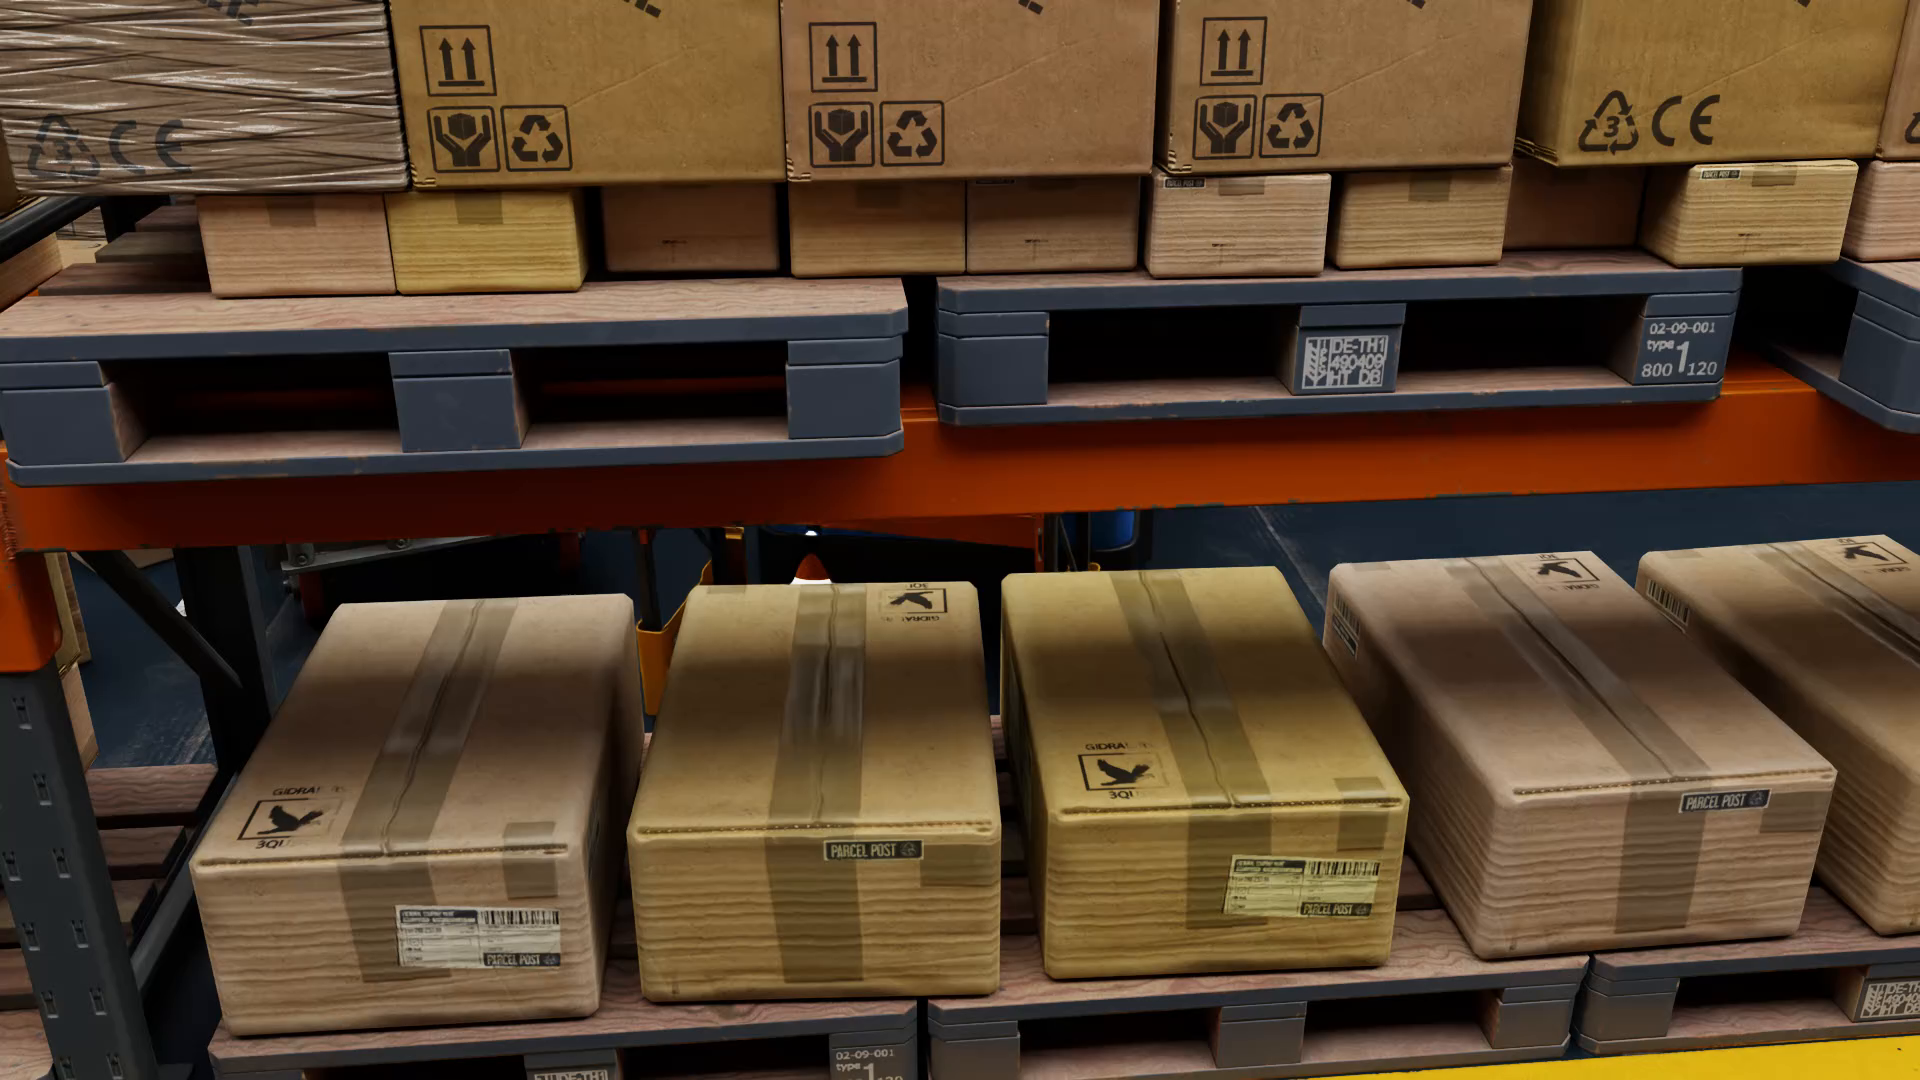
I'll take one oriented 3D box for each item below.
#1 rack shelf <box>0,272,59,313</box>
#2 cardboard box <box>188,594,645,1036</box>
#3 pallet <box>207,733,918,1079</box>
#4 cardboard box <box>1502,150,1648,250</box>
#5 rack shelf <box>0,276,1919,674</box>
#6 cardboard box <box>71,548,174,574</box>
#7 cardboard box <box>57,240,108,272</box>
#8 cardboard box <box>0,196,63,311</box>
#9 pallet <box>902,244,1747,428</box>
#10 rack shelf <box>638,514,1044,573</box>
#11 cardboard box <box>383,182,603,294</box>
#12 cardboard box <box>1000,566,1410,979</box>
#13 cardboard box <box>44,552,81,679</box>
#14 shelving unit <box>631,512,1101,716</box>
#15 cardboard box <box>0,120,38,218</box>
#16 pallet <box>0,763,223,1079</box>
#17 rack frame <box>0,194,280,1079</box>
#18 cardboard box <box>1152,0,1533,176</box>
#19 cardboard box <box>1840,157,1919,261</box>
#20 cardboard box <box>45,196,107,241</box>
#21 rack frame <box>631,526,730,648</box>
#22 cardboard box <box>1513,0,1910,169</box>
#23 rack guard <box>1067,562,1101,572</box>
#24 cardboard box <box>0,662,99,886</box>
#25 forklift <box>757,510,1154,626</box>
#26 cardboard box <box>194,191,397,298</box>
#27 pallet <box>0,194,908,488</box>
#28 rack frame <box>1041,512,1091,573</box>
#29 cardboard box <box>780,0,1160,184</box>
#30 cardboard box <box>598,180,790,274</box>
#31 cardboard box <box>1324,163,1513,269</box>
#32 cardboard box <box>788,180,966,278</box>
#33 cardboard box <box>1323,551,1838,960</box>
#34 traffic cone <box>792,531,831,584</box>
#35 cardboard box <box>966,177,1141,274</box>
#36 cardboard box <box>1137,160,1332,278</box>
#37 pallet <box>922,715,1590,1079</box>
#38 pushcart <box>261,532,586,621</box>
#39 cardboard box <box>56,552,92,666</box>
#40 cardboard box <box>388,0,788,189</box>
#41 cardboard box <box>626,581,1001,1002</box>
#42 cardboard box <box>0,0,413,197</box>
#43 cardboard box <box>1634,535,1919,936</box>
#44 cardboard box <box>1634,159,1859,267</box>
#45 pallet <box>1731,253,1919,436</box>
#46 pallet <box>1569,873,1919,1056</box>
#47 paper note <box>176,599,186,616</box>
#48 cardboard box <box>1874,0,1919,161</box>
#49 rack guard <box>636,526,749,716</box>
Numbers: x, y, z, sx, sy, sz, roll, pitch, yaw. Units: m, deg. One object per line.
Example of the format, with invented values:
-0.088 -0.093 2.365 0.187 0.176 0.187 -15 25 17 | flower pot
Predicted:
-3.486 -0.099 2.664 4.000 0.370 1.077 -2 24 -5 | rack shelf
-0.974 0.480 3.196 0.625 0.372 0.950 -2 24 -4 | cardboard box
-0.721 0.735 3.335 1.213 0.211 1.003 -2 24 -5 | pallet
0.889 -0.585 2.665 0.250 0.149 0.380 -2 24 -5 | cardboard box
0.494 -0.258 3.023 4.000 0.370 1.077 -2 24 -5 | rack shelf
-2.518 -0.093 5.132 0.258 0.266 0.396 22 32 40 | cardboard box
-3.527 -0.886 6.625 0.500 0.500 0.500 2 24 4 | cardboard box
-1.841 -0.509 3.012 0.250 0.149 0.380 -2 24 -5 | cardboard box
0.519 -0.484 2.881 1.213 0.211 1.003 -2 24 -5 | pallet
-0.233 -0.140 4.114 1.000 0.185 0.538 6 29 13 | rack shelf
-0.665 -0.485 2.440 0.250 0.149 0.380 -2 24 -4 | cardboard box
0.433 0.421 3.327 0.625 0.372 0.950 -2 24 -3 | cardboard box
-2.110 0.129 3.211 0.500 0.500 0.500 -1 24 -3 | cardboard box
-0.228 -0.299 4.028 1.083 1.500 0.587 6 29 13 | shelving unit
-1.961 -0.784 2.831 0.500 0.500 0.500 -2 24 -5 | cardboard box
-2.161 0.808 3.172 1.213 0.211 1.003 -2 24 -5 | pallet
-1.496 -0.507 2.698 0.127 3.000 1.000 -2 24 -5 | rack frame
0.501 -0.843 2.446 0.500 0.500 0.500 -3 24 -7 | cardboard box
1.424 -0.561 2.611 0.250 0.149 0.380 -3 24 -8 | cardboard box
-3.612 -1.690 7.459 0.875 0.875 0.875 -2 24 -5 | cardboard box
-0.730 -0.349 4.142 0.032 1.500 0.500 6 29 13 | rack frame
1.044 -0.864 2.495 0.500 0.500 0.500 -4 24 -9 | cardboard box
0.266 0.302 4.210 0.087 0.250 0.587 6 29 13 | rack guard
-2.110 0.472 3.363 0.500 0.250 0.500 -3 24 -8 | cardboard box
0.140 -1.656 5.368 1.130 2.935 3.031 3 24 7 | forklift
-0.915 -0.479 2.426 0.250 0.149 0.380 -2 24 -4 | cardboard box
-0.721 -0.391 2.673 1.213 0.211 1.003 -2 24 -5 | pallet
0.257 -0.250 3.918 0.032 1.500 0.500 6 29 13 | rack frame
-0.009 -0.818 2.391 0.500 0.500 0.500 -2 24 -5 | cardboard box
-0.391 -0.527 2.535 0.250 0.149 0.380 -1 24 -2 | cardboard box
0.647 -0.542 2.568 0.250 0.149 0.380 -3 24 -7 | cardboard box
-0.131 -0.521 2.520 0.250 0.149 0.380 -2 24 -4 | cardboard box
1.188 0.393 3.390 0.625 0.372 0.950 -3 24 -6 | cardboard box
-0.400 0.037 4.598 0.334 0.463 0.336 -2 24 -5 | traffic cone
0.115 -0.530 2.541 0.250 0.149 0.380 -2 24 -5 | cardboard box
0.385 -0.519 2.518 0.250 0.149 0.380 -1 24 -3 | cardboard box
0.496 0.685 3.448 1.213 0.211 1.003 -2 24 -5 | pallet
-1.770 -0.228 5.299 0.936 0.377 1.648 -11 26 -23 | pushcart
-2.696 0.127 4.346 0.500 0.500 0.500 16 28 31 | cardboard box
-0.503 -0.804 2.359 0.500 0.500 0.500 -2 24 -5 | cardboard box
-0.259 0.450 3.263 0.625 0.372 0.950 -1 24 -2 | cardboard box
-1.001 -0.783 2.313 0.500 0.500 0.500 -2 24 -4 | cardboard box
1.921 0.361 3.464 0.625 0.372 0.950 -4 24 -9 | cardboard box
1.152 -0.544 2.573 0.250 0.149 0.380 -2 24 -4 | cardboard box
1.786 -0.508 2.935 1.003 0.211 1.213 -2 24 -5 | pallet
1.707 0.638 3.555 1.213 0.211 1.003 -2 24 -5 | pallet
-2.191 0.181 4.805 0.142 0.019 0.148 -2 24 -5 | paper note
1.546 -0.885 2.541 0.500 0.500 0.500 -3 24 -6 | cardboard box
-0.700 0.205 4.430 0.087 0.250 0.587 6 29 13 | rack guard
